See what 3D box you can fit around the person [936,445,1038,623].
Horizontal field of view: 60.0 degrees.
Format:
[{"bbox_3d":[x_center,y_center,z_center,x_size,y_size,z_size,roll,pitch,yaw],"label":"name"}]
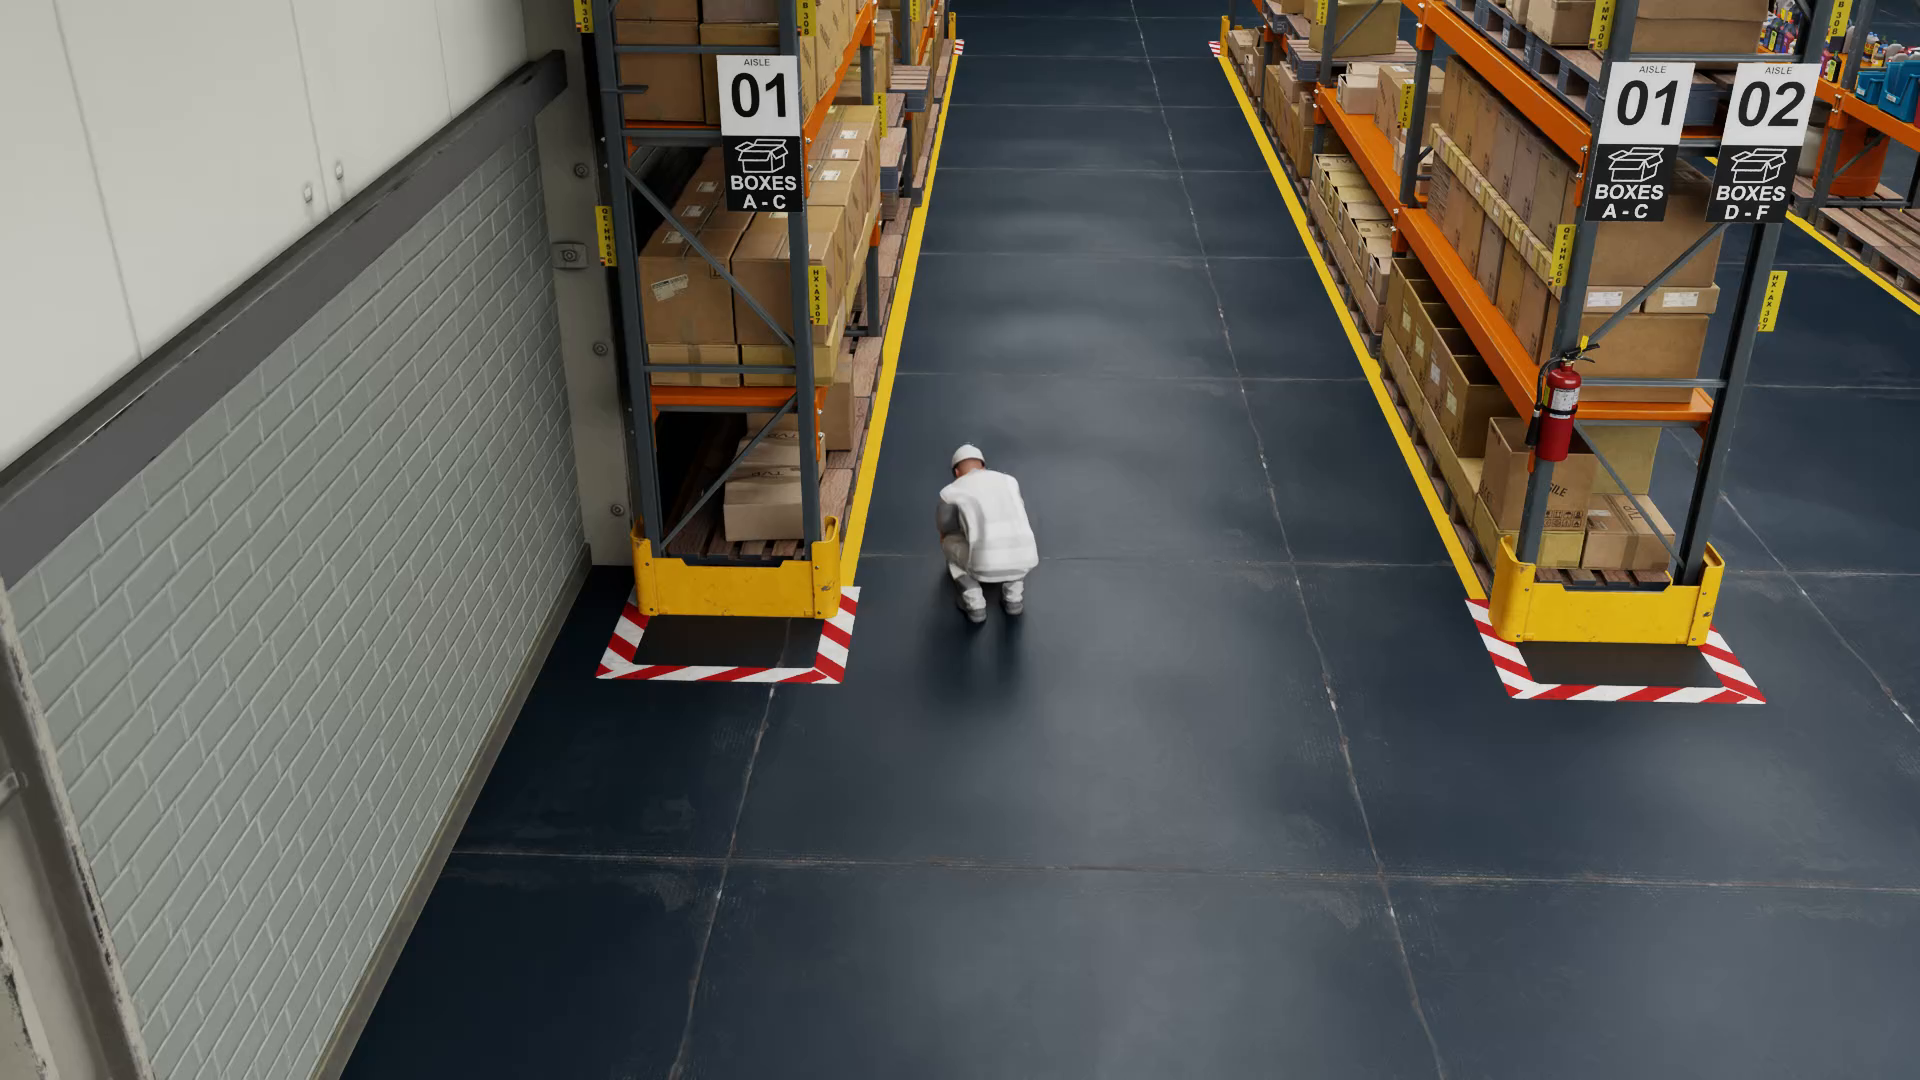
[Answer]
[{"bbox_3d":[0.153,-0.016,9.691,0.551,0.877,0.906,-5,28,-10],"label":"person"}]
